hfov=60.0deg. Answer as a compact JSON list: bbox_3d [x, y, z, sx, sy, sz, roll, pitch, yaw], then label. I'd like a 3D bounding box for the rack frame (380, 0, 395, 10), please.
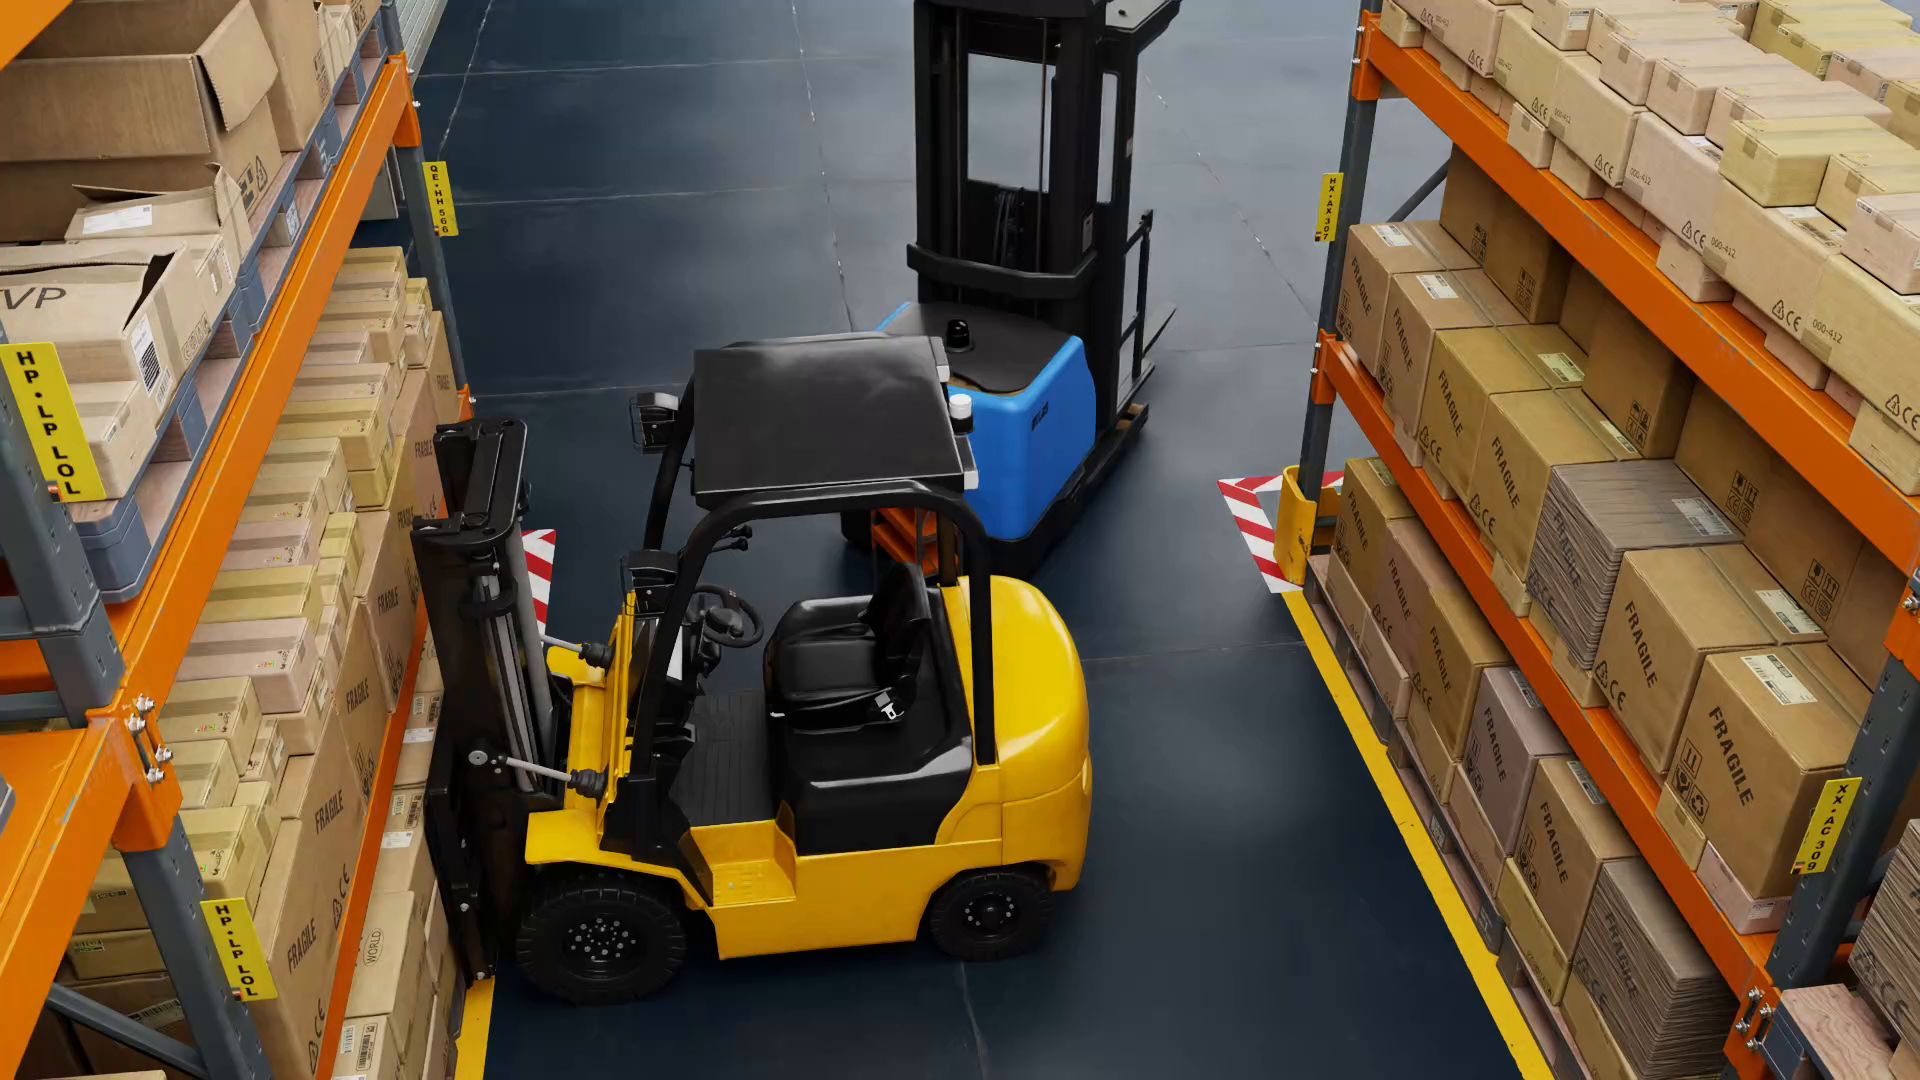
[{"bbox_3d":[-2.708,-3.289,5.585,1.000,3.000,0.127,-4,35,-6],"label":"rack frame"}]

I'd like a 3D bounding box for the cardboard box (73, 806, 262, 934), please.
[{"bbox_3d":[-1.919,0.790,3.998,0.380,0.149,0.250,-4,34,-5],"label":"cardboard box"}]

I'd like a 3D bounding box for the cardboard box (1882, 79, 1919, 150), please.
[{"bbox_3d":[2.847,-1.195,4.692,0.380,0.149,0.250,-5,35,-8],"label":"cardboard box"}]

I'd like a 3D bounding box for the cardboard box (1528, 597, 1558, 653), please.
[{"bbox_3d":[2.258,0.280,5.898,0.380,0.149,0.250,-5,35,-7],"label":"cardboard box"}]

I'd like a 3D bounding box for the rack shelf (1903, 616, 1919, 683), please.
[{"bbox_3d":[3.017,1.218,2.274,1.077,0.370,4.000,-4,35,-6],"label":"rack shelf"}]

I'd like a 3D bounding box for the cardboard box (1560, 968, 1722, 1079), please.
[{"bbox_3d":[2.403,1.698,5.664,0.500,0.250,0.500,-3,34,-4],"label":"cardboard box"}]

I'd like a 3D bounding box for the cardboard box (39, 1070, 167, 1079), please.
[{"bbox_3d":[-1.904,1.287,3.533,0.380,0.149,0.250,-3,34,-5],"label":"cardboard box"}]

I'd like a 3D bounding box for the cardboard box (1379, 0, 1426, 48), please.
[{"bbox_3d":[1.933,-2.114,6.747,0.380,0.149,0.250,-4,35,-6],"label":"cardboard box"}]

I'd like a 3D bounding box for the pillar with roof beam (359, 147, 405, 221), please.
[{"bbox_3d":[-0.048,-6.506,10.306,9.100,9.000,0.400,-4,35,-6],"label":"pillar with roof beam"}]

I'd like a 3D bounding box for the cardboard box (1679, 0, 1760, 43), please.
[{"bbox_3d":[2.616,-1.768,5.532,0.380,0.149,0.250,-5,35,-8],"label":"cardboard box"}]

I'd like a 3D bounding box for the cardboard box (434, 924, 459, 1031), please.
[{"bbox_3d":[-2.075,1.523,5.921,0.500,0.250,0.500,-4,34,-6],"label":"cardboard box"}]

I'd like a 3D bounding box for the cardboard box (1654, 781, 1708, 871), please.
[{"bbox_3d":[2.363,0.853,5.057,0.380,0.149,0.250,-4,34,-5],"label":"cardboard box"}]

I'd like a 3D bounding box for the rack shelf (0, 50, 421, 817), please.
[{"bbox_3d":[-2.439,-0.636,4.994,1.077,0.370,4.000,-4,35,-6],"label":"rack shelf"}]

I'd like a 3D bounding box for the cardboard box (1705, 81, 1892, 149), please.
[{"bbox_3d":[2.334,-1.161,4.642,0.380,0.149,0.250,-5,35,-7],"label":"cardboard box"}]

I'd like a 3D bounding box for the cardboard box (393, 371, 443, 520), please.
[{"bbox_3d":[-2.321,-0.306,6.446,0.500,0.500,0.500,-3,34,-5],"label":"cardboard box"}]

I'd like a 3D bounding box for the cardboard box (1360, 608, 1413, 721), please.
[{"bbox_3d":[2.106,0.532,7.375,0.500,0.250,0.500,-3,34,-5],"label":"cardboard box"}]

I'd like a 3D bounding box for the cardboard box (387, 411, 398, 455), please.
[{"bbox_3d":[-2.241,-0.372,5.968,0.380,0.149,0.250,-5,35,-8],"label":"cardboard box"}]

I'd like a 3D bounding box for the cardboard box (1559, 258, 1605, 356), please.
[{"bbox_3d":[2.727,-0.937,6.220,0.700,0.500,0.500,-5,35,-7],"label":"cardboard box"}]

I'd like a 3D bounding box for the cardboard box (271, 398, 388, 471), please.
[{"bbox_3d":[-2.180,-0.353,5.676,0.380,0.149,0.250,-4,34,-5],"label":"cardboard box"}]

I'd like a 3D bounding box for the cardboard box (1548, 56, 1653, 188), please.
[{"bbox_3d":[2.216,-1.332,5.246,0.500,0.250,0.500,-4,34,-5],"label":"cardboard box"}]

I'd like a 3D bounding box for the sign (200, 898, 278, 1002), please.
[{"bbox_3d":[-1.633,0.930,3.763,0.100,0.325,0.005,-4,35,-6],"label":"sign"}]

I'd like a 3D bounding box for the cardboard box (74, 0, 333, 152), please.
[{"bbox_3d":[-2.368,-1.498,5.070,0.700,0.500,0.500,-4,34,-6],"label":"cardboard box"}]

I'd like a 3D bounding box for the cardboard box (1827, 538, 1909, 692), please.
[{"bbox_3d":[2.904,0.205,4.544,0.700,0.500,0.500,-5,35,-7],"label":"cardboard box"}]

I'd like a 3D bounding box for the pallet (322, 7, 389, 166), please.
[{"bbox_3d":[-2.638,-1.616,5.873,1.003,0.211,1.213,-4,35,-6],"label":"pallet"}]

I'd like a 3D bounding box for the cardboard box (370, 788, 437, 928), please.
[{"bbox_3d":[-2.061,1.116,5.630,0.500,0.250,0.500,-3,34,-5],"label":"cardboard box"}]

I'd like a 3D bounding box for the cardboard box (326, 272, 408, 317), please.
[{"bbox_3d":[-2.387,-0.923,6.511,0.380,0.149,0.250,-4,35,-6],"label":"cardboard box"}]

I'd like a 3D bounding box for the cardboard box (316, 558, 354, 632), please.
[{"bbox_3d":[-2.096,0.199,5.130,0.380,0.149,0.250,-5,35,-8],"label":"cardboard box"}]

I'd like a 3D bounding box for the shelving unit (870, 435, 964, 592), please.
[{"bbox_3d":[-0.211,-0.153,7.908,0.258,1.200,0.503,-17,38,-24],"label":"shelving unit"}]

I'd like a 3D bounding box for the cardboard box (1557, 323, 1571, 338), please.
[{"bbox_3d":[2.619,-0.790,6.893,0.500,0.500,0.500,-4,35,-6],"label":"cardboard box"}]

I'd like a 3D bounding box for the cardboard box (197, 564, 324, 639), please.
[{"bbox_3d":[-2.081,0.215,4.842,0.380,0.149,0.250,-5,35,-7],"label":"cardboard box"}]

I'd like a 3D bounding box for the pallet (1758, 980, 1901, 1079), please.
[{"bbox_3d":[2.707,1.561,3.966,1.003,0.211,1.213,-4,35,-6],"label":"pallet"}]

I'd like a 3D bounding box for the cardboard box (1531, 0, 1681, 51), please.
[{"bbox_3d":[2.121,-1.727,5.471,0.380,0.149,0.250,-3,34,-5],"label":"cardboard box"}]

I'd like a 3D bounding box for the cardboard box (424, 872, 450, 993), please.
[{"bbox_3d":[-2.055,1.323,5.770,0.500,0.250,0.500,-5,35,-7],"label":"cardboard box"}]

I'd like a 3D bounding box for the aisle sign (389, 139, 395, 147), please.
[{"bbox_3d":[-2.425,-1.943,6.629,0.394,0.787,0.004,-4,35,-6],"label":"aisle sign"}]

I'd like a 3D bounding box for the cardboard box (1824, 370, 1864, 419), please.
[{"bbox_3d":[2.457,-0.392,4.221,0.380,0.149,0.250,-4,34,-6],"label":"cardboard box"}]

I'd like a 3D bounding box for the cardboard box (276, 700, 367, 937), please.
[{"bbox_3d":[-2.057,0.824,4.788,0.500,0.500,0.500,-4,34,-6],"label":"cardboard box"}]

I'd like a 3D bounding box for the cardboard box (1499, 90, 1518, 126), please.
[{"bbox_3d":[2.156,-1.539,5.905,0.380,0.149,0.250,-5,35,-8],"label":"cardboard box"}]

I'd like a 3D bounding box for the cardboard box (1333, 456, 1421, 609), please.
[{"bbox_3d":[2.049,-0.050,7.563,0.500,0.500,0.500,-5,35,-8],"label":"cardboard box"}]

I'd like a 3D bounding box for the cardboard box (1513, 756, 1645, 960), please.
[{"bbox_3d":[2.333,1.104,5.869,0.500,0.500,0.500,-4,34,-6],"label":"cardboard box"}]

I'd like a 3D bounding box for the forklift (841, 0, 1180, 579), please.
[{"bbox_3d":[0.446,-1.827,8.828,1.130,2.935,3.031,14,37,20],"label":"forklift"}]

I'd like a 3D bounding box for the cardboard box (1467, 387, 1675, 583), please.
[{"bbox_3d":[2.218,-0.210,6.042,0.500,0.500,0.500,-5,35,-7],"label":"cardboard box"}]

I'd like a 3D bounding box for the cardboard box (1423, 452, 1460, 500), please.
[{"bbox_3d":[2.111,-0.298,6.746,0.380,0.149,0.250,-3,34,-5],"label":"cardboard box"}]

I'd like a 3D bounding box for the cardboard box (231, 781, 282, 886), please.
[{"bbox_3d":[-1.988,0.771,4.290,0.380,0.149,0.250,-4,34,-5],"label":"cardboard box"}]

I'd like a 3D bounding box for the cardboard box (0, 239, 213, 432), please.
[{"bbox_3d":[-2.040,-0.478,3.741,0.500,0.311,0.500,-4,34,-5],"label":"cardboard box"}]

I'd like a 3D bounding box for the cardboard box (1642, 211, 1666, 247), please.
[{"bbox_3d":[2.328,-0.971,5.070,0.380,0.149,0.250,-4,34,-5],"label":"cardboard box"}]
